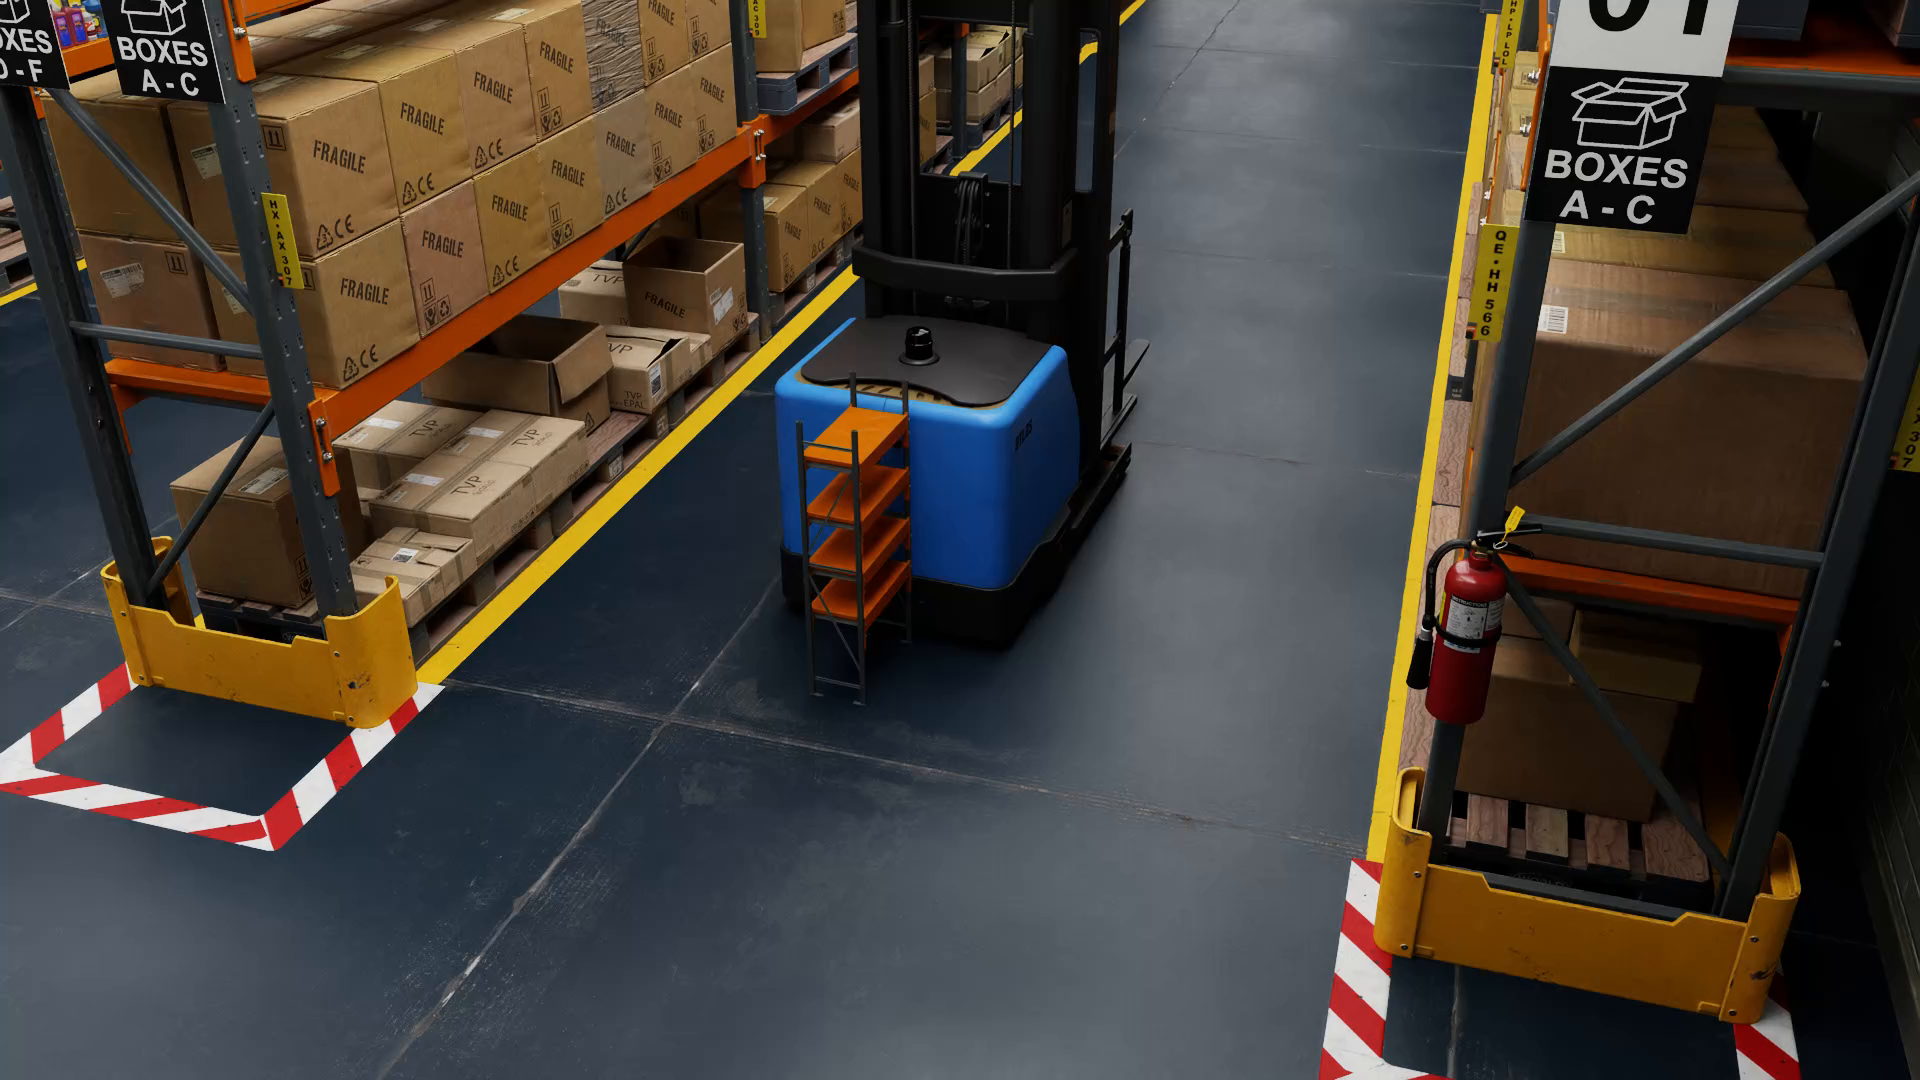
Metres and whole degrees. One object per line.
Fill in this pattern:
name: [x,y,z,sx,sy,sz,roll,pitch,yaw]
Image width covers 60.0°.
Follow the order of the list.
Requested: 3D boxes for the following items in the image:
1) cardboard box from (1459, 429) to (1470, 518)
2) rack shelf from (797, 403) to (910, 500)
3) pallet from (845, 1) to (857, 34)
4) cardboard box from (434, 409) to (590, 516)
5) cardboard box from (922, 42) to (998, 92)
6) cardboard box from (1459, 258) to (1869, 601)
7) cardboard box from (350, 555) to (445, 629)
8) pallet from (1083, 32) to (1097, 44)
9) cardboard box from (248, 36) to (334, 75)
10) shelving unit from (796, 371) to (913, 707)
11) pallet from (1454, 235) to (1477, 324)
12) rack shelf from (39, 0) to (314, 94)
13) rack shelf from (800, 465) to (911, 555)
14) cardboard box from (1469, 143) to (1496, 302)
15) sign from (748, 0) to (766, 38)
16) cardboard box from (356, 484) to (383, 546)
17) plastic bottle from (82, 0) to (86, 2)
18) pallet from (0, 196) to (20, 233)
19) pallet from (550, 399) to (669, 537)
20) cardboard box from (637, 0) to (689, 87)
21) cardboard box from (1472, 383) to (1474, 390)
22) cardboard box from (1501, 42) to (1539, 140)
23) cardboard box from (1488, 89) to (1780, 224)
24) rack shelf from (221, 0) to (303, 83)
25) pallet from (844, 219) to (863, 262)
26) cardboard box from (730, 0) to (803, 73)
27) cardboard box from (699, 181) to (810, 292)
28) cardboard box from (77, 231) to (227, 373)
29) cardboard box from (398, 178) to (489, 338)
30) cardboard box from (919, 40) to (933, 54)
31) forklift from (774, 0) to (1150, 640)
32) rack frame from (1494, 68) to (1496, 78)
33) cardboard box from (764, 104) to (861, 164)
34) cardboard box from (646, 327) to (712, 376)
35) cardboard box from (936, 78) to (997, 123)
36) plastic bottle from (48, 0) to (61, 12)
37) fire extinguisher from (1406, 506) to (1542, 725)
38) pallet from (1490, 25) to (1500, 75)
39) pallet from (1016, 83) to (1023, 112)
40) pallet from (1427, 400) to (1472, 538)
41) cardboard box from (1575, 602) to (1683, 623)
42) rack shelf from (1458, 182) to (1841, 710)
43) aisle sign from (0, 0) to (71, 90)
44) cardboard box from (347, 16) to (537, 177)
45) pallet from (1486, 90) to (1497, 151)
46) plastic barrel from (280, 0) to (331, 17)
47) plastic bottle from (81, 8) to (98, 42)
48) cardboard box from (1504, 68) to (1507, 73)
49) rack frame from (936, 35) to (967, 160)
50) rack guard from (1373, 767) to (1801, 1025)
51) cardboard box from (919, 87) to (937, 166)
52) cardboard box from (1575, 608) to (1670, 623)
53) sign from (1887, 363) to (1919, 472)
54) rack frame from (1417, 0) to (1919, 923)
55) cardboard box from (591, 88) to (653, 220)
cardboard box: [2.652,-0.378,7.483,0.700,0.500,0.500,8,30,14]
rack shelf: [-0.399,-0.343,6.324,0.258,0.148,0.480,10,31,18]
pallet: [-1.008,-3.429,11.025,1.003,0.211,1.213,8,30,15]
cardboard box: [-2.066,-0.367,7.699,0.500,0.250,0.500,8,30,15]
cardboard box: [-0.008,-3.845,13.396,0.500,0.311,0.500,10,30,17]
cardboard box: [2.087,-0.363,5.009,0.980,0.700,0.700,10,31,17]
cardboard box: [-2.339,0.209,6.769,0.380,0.149,0.250,8,30,15]
pallet: [1.006,-5.421,17.277,1.003,0.211,1.213,8,30,15]
cardboard box: [-2.775,-1.661,6.518,0.500,0.500,0.500,9,30,16]
shelving unit: [-0.399,0.000,6.515,0.258,1.200,0.503,10,31,18]
pallet: [3.631,-1.572,10.359,1.003,0.211,1.213,8,30,15]
rack shelf: [-5.763,-3.882,12.382,1.077,0.370,4.000,8,30,15]
rack shelf: [-0.399,-0.136,6.439,0.258,0.148,0.480,10,31,18]
cardboard box: [3.445,-1.831,9.735,0.750,0.750,0.750,9,30,16]
sign: [-1.095,-2.862,8.919,0.100,0.325,0.005,8,30,15]
cardboard box: [-2.661,-0.116,7.336,0.380,0.166,0.250,8,30,15]
plastic bottle: [-6.164,-3.835,11.690,0.097,0.271,0.097,0,29,0]
pallet: [-6.084,-2.401,11.848,1.003,0.211,1.213,8,30,15]
pallet: [-2.175,-0.451,8.345,1.003,0.211,1.213,8,30,15]
cardboard box: [-1.665,-2.528,8.078,0.500,0.500,0.500,8,30,14]
cardboard box: [2.528,-0.761,7.505,0.380,0.149,0.250,10,30,17]
cardboard box: [3.015,-2.286,8.344,0.500,0.500,0.500,8,30,14]
cardboard box: [2.726,-1.396,6.865,0.980,0.700,0.700,8,30,14]
rack shelf: [-2.203,-2.625,7.038,1.077,0.370,4.000,8,30,15]
pallet: [-1.057,-2.292,11.652,1.003,0.211,1.213,8,30,15]
cardboard box: [-1.263,-2.973,9.475,0.700,0.500,0.500,-1,29,-2]
cardboard box: [-1.241,-1.848,10.105,0.500,0.500,0.500,7,30,13]
cardboard box: [-2.919,-0.990,6.341,0.500,0.500,0.500,9,30,16]
cardboard box: [-2.262,-1.152,6.632,0.500,0.500,0.500,8,30,14]
cardboard box: [-0.524,-3.922,13.535,0.500,0.311,0.500,9,30,16]
forklift: [0.218,-1.568,7.554,1.130,2.935,3.031,10,31,18]
rack frame: [5.469,-5.571,14.678,1.000,3.000,0.127,8,30,15]
cardboard box: [-0.948,-2.640,10.758,0.500,0.250,0.500,9,30,15]
cardboard box: [-1.565,-1.016,8.971,0.380,0.149,0.250,8,30,15]
cardboard box: [-0.008,-3.600,13.533,0.500,0.250,0.500,8,30,15]
plastic bottle: [-5.925,-3.381,10.793,0.144,0.351,0.185,8,30,15]
fire extinguisher: [1.461,0.207,4.755,0.296,0.674,0.183,8,30,15]
pallet: [5.632,-4.669,15.926,1.003,0.211,1.213,8,30,15]
pallet: [0.197,-4.140,14.976,1.003,0.211,1.213,8,30,15]
pallet: [2.822,-0.292,8.058,1.003,0.211,1.213,8,30,15]
cardboard box: [2.359,0.143,5.880,0.380,0.149,0.250,9,30,15]
rack shelf: [2.533,-0.609,6.499,1.077,0.370,4.000,8,30,15]
aisle sign: [-3.103,-1.847,5.311,0.394,0.787,0.004,8,30,15]
cardboard box: [-2.110,-1.824,6.812,0.500,0.500,0.500,9,30,16]
pallet: [4.885,-3.421,13.683,1.003,0.211,1.213,8,30,15]
plastic barrel: [-5.303,-4.131,13.890,0.600,0.830,0.708,8,30,15]
plastic bottle: [-5.779,-3.407,10.994,0.097,0.201,0.097,0,29,0]
cardboard box: [3.453,-2.989,9.609,0.500,0.500,0.500,9,30,16]
rack frame: [-0.442,-4.417,12.604,1.000,3.000,0.127,8,30,15]
rack guard: [1.939,1.110,5.241,1.175,0.500,0.348,8,30,15]
cardboard box: [-0.492,-3.049,12.263,0.500,0.500,0.500,10,31,17]
cardboard box: [2.203,0.343,6.188,0.700,0.500,0.500,8,30,15]
sign: [2.475,-0.325,4.276,0.100,0.325,0.005,8,30,15]
rack frame: [1.946,0.006,4.654,1.000,3.000,0.127,8,30,15]
cardboard box: [-1.816,-1.854,7.894,0.500,0.500,0.500,9,30,16]
